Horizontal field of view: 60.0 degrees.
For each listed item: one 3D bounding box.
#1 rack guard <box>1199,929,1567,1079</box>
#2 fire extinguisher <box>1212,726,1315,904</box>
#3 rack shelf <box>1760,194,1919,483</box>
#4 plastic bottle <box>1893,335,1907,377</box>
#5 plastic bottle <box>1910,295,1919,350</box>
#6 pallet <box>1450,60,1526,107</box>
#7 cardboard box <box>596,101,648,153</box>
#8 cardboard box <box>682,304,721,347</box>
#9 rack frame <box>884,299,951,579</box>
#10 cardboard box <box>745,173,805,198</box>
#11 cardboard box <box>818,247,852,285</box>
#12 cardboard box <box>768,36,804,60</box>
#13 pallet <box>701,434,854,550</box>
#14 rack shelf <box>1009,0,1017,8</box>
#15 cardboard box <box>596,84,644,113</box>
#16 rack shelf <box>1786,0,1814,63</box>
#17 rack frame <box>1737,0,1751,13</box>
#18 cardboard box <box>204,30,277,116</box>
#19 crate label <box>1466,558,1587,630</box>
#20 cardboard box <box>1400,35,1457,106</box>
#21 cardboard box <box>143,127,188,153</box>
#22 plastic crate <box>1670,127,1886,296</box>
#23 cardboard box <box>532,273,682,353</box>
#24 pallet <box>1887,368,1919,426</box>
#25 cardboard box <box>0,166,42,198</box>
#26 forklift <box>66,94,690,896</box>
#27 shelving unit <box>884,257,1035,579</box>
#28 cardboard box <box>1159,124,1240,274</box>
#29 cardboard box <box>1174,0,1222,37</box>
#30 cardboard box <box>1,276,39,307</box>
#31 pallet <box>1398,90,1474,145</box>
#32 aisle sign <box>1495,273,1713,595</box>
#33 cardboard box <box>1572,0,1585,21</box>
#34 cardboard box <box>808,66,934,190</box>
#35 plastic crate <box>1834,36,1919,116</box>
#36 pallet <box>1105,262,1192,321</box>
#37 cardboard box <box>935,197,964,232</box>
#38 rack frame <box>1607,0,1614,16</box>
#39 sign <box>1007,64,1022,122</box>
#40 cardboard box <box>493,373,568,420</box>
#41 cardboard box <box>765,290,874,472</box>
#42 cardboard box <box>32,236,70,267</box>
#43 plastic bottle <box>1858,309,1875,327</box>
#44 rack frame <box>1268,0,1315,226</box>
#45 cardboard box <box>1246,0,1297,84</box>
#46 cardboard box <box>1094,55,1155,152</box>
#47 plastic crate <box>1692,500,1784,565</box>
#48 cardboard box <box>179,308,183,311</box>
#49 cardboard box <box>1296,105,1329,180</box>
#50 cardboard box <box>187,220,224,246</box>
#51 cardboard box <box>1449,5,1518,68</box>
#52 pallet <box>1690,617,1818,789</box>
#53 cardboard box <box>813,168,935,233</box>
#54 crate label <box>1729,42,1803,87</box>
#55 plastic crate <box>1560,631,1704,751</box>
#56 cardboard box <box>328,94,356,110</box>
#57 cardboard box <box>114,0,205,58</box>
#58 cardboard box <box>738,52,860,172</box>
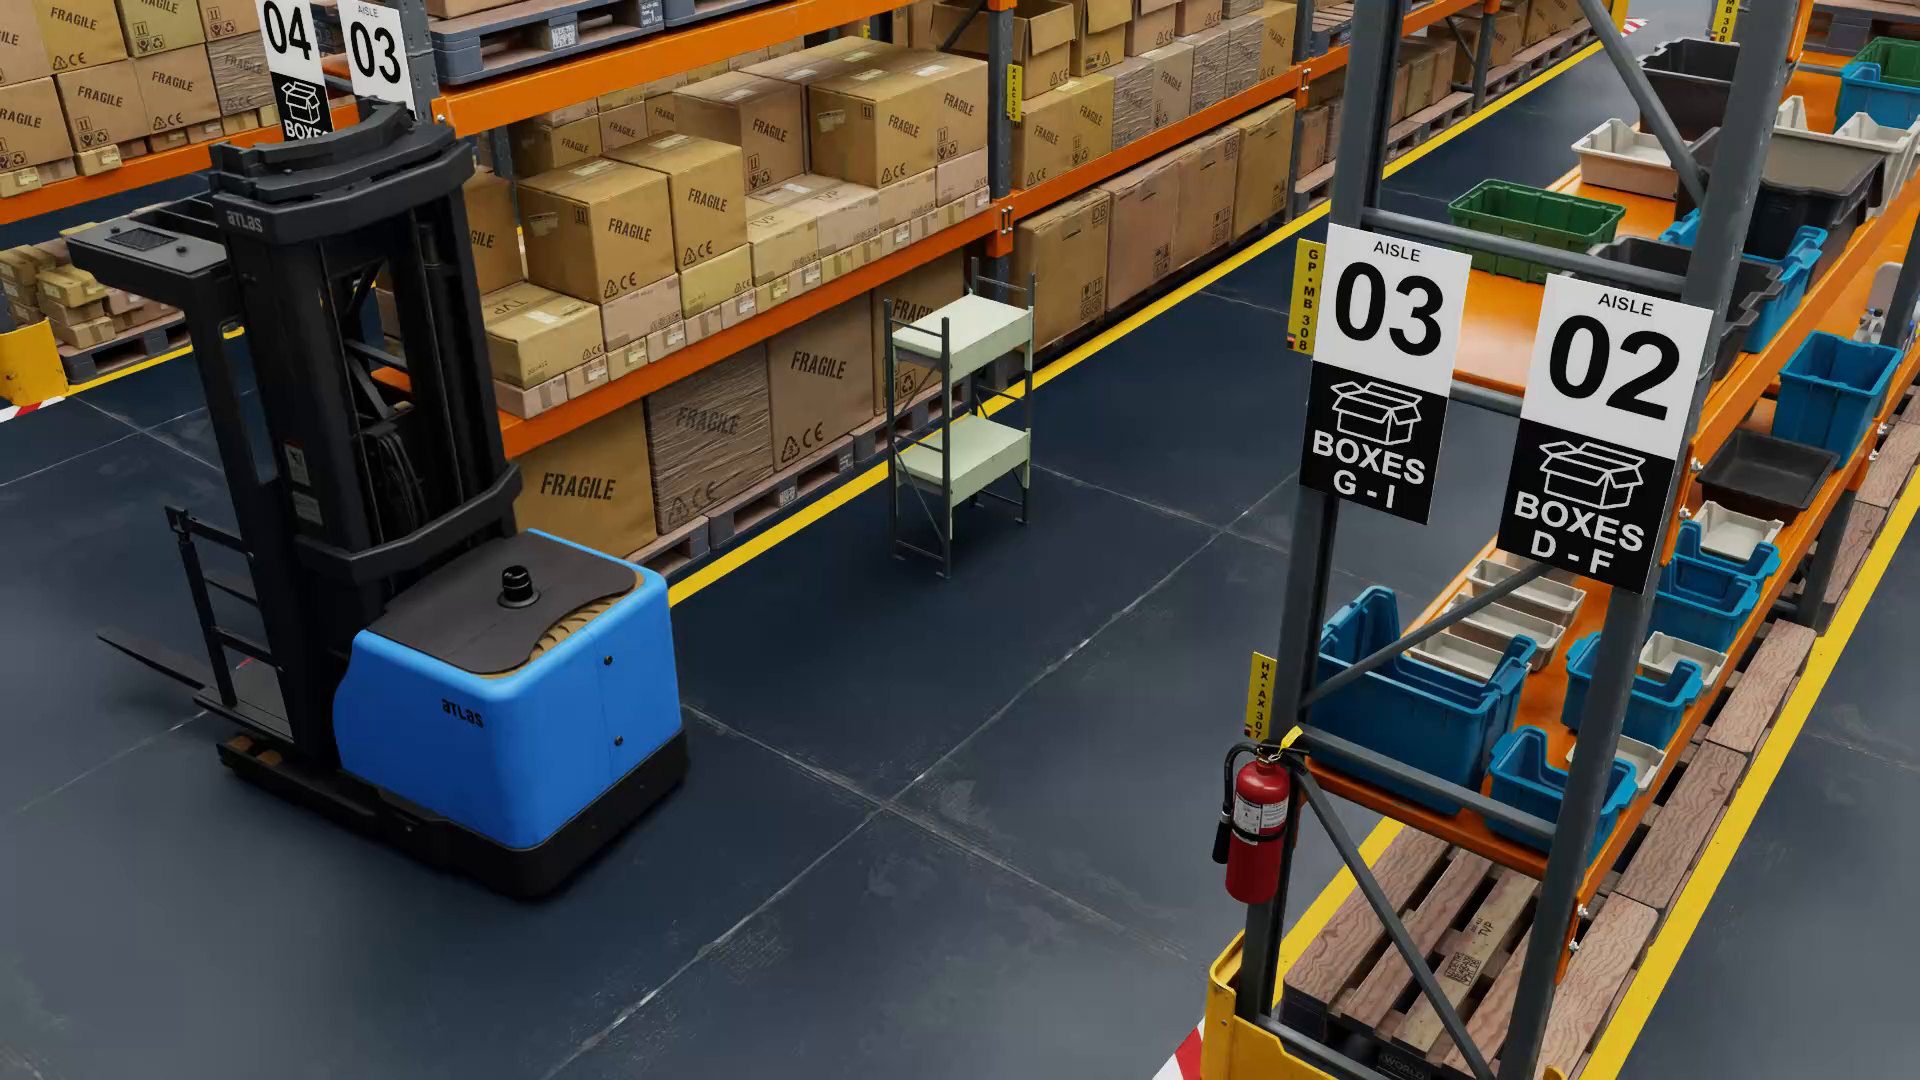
[{"bbox_3d":[1.407,1.829,5.673,1.175,0.500,0.348,21,37,31],"label":"rack guard"},{"bbox_3d":[0.958,0.856,5.306,0.296,0.674,0.183,21,37,31],"label":"fire extinguisher"},{"bbox_3d":[5.033,-1.389,9.357,1.077,0.370,4.000,21,37,31],"label":"rack shelf"},{"bbox_3d":[4.468,-0.907,7.953,0.061,0.283,0.133,21,37,31],"label":"plastic bottle"},{"bbox_3d":[4.722,-1.088,8.271,0.097,0.271,0.097,0,31,0],"label":"plastic bottle"},{"bbox_3d":[5.084,-4.746,17.051,1.003,0.211,1.213,21,37,31],"label":"pallet"},{"bbox_3d":[-3.041,-3.517,14.282,0.500,0.500,0.500,23,38,33],"label":"cardboard box"},{"bbox_3d":[-1.441,-1.137,8.473,0.380,0.149,0.250,20,36,30],"label":"cardboard box"},{"bbox_3d":[-0.217,-0.499,8.621,0.400,1.500,0.023,21,37,31],"label":"rack frame"},{"bbox_3d":[-1.228,-1.950,9.454,0.500,0.250,0.500,22,37,32],"label":"cardboard box"},{"bbox_3d":[-0.821,-1.555,9.177,0.380,0.149,0.250,20,36,31],"label":"cardboard box"},{"bbox_3d":[-1.805,-4.672,15.496,0.500,0.250,0.500,20,36,30],"label":"cardboard box"},{"bbox_3d":[-1.380,-0.427,9.764,1.003,0.211,1.213,21,37,31],"label":"pallet"},{"bbox_3d":[1.085,-4.204,11.164,1.077,0.370,4.000,21,37,31],"label":"rack shelf"},{"bbox_3d":[-3.040,-3.842,14.094,0.500,0.250,0.500,22,37,33],"label":"cardboard box"},{"bbox_3d":[2.619,-2.172,5.186,1.077,0.370,4.000,21,37,31],"label":"rack shelf"},{"bbox_3d":[3.826,-3.466,6.273,1.000,3.000,0.127,21,37,31],"label":"rack frame"},{"bbox_3d":[-5.028,-3.250,11.401,0.500,0.500,0.500,20,36,30],"label":"cardboard box"},{"bbox_3d":[2.095,0.207,6.159,0.396,0.136,0.243,21,37,31],"label":"crate label"},{"bbox_3d":[4.319,-4.533,15.976,0.700,0.500,0.500,18,35,28],"label":"cardboard box"},{"bbox_3d":[-5.418,-2.734,11.167,0.380,0.149,0.250,21,36,31],"label":"cardboard box"},{"bbox_3d":[2.553,-1.060,5.215,0.504,0.338,0.767,21,37,31],"label":"plastic crate"},{"bbox_3d":[-1.724,-1.173,8.142,0.500,0.250,0.500,21,36,31],"label":"cardboard box"},{"bbox_3d":[5.798,-0.978,10.694,1.003,0.211,1.213,21,37,31],"label":"pallet"},{"bbox_3d":[-5.974,-2.274,10.392,0.380,0.149,0.250,21,36,31],"label":"cardboard box"},{"bbox_3d":[-2.729,-0.373,7.004,3.031,2.935,1.130,17,35,26],"label":"forklift"},{"bbox_3d":[0.004,-0.648,8.872,0.431,1.500,0.755,21,37,31],"label":"shelving unit"},{"bbox_3d":[1.314,-2.668,12.482,1.225,0.875,0.875,21,37,31],"label":"cardboard box"},{"bbox_3d":[1.442,-3.954,11.898,0.797,0.503,0.637,22,37,32],"label":"cardboard box"},{"bbox_3d":[-6.340,-1.736,11.330,0.380,0.149,0.250,20,36,30],"label":"cardboard box"},{"bbox_3d":[4.238,-4.145,16.037,1.003,0.211,1.213,21,37,31],"label":"pallet"},{"bbox_3d":[1.605,-0.257,4.192,0.394,0.787,0.004,21,37,31],"label":"aisle sign"},{"bbox_3d":[6.731,-6.144,18.715,0.500,0.500,0.500,-25,39,-35],"label":"cardboard box"},{"bbox_3d":[-0.493,-2.324,9.350,0.500,0.500,0.500,22,37,32],"label":"cardboard box"},{"bbox_3d":[3.811,-1.820,6.644,0.450,0.188,0.662,21,37,31],"label":"plastic crate"},{"bbox_3d":[1.019,-2.045,12.494,1.003,0.211,1.213,21,37,31],"label":"pallet"},{"bbox_3d":[-0.201,-1.972,9.882,0.380,0.149,0.250,22,37,32],"label":"cardboard box"},{"bbox_3d":[7.121,-7.287,18.604,1.000,3.000,0.127,21,37,31],"label":"rack frame"},{"bbox_3d":[0.321,-2.646,9.846,0.100,0.325,0.005,21,37,31],"label":"sign"},{"bbox_3d":[-2.060,-0.719,7.767,0.380,0.149,0.250,22,37,32],"label":"cardboard box"},{"bbox_3d":[-1.128,-1.067,9.780,0.875,0.875,0.875,21,37,31],"label":"cardboard box"},{"bbox_3d":[-6.116,-1.939,11.381,0.380,0.149,0.250,22,37,32],"label":"cardboard box"},{"bbox_3d":[4.519,-1.050,8.275,0.097,0.201,0.097,0,31,0],"label":"plastic bottle"},{"bbox_3d":[2.292,-4.036,13.118,1.000,3.000,0.127,21,37,31],"label":"rack frame"},{"bbox_3d":[2.192,-3.802,12.625,0.500,0.500,0.500,22,37,33],"label":"cardboard box"},{"bbox_3d":[0.959,-2.971,11.223,0.500,0.500,0.500,20,36,30],"label":"cardboard box"},{"bbox_3d":[3.015,0.002,6.504,0.293,0.136,0.466,21,37,31],"label":"plastic crate"},{"bbox_3d":[-5.380,-1.725,11.603,0.380,0.149,0.250,22,37,32],"label":"cardboard box"},{"bbox_3d":[2.680,-3.428,14.113,0.700,0.500,0.500,19,36,29],"label":"cardboard box"},{"bbox_3d":[-5.260,-2.118,11.683,0.380,0.149,0.250,23,37,33],"label":"cardboard box"},{"bbox_3d":[5.319,-5.152,17.042,0.500,0.500,0.500,-19,36,-29],"label":"cardboard box"},{"bbox_3d":[3.413,0.625,7.989,1.003,0.211,1.213,21,37,31],"label":"pallet"},{"bbox_3d":[-0.490,-2.002,9.541,0.500,0.250,0.500,22,37,33],"label":"cardboard box"},{"bbox_3d":[3.300,-1.953,6.919,0.293,0.136,0.466,21,37,31],"label":"crate label"},{"bbox_3d":[2.220,0.520,5.536,0.416,0.233,0.300,21,37,31],"label":"plastic crate"},{"bbox_3d":[-4.595,-3.236,12.014,0.380,0.149,0.250,19,36,29],"label":"cardboard box"},{"bbox_3d":[-5.317,-3.465,10.784,0.500,0.500,0.500,20,36,30],"label":"cardboard box"},{"bbox_3d":[-0.919,-2.482,9.616,0.500,0.500,0.500,21,37,31],"label":"cardboard box"}]
